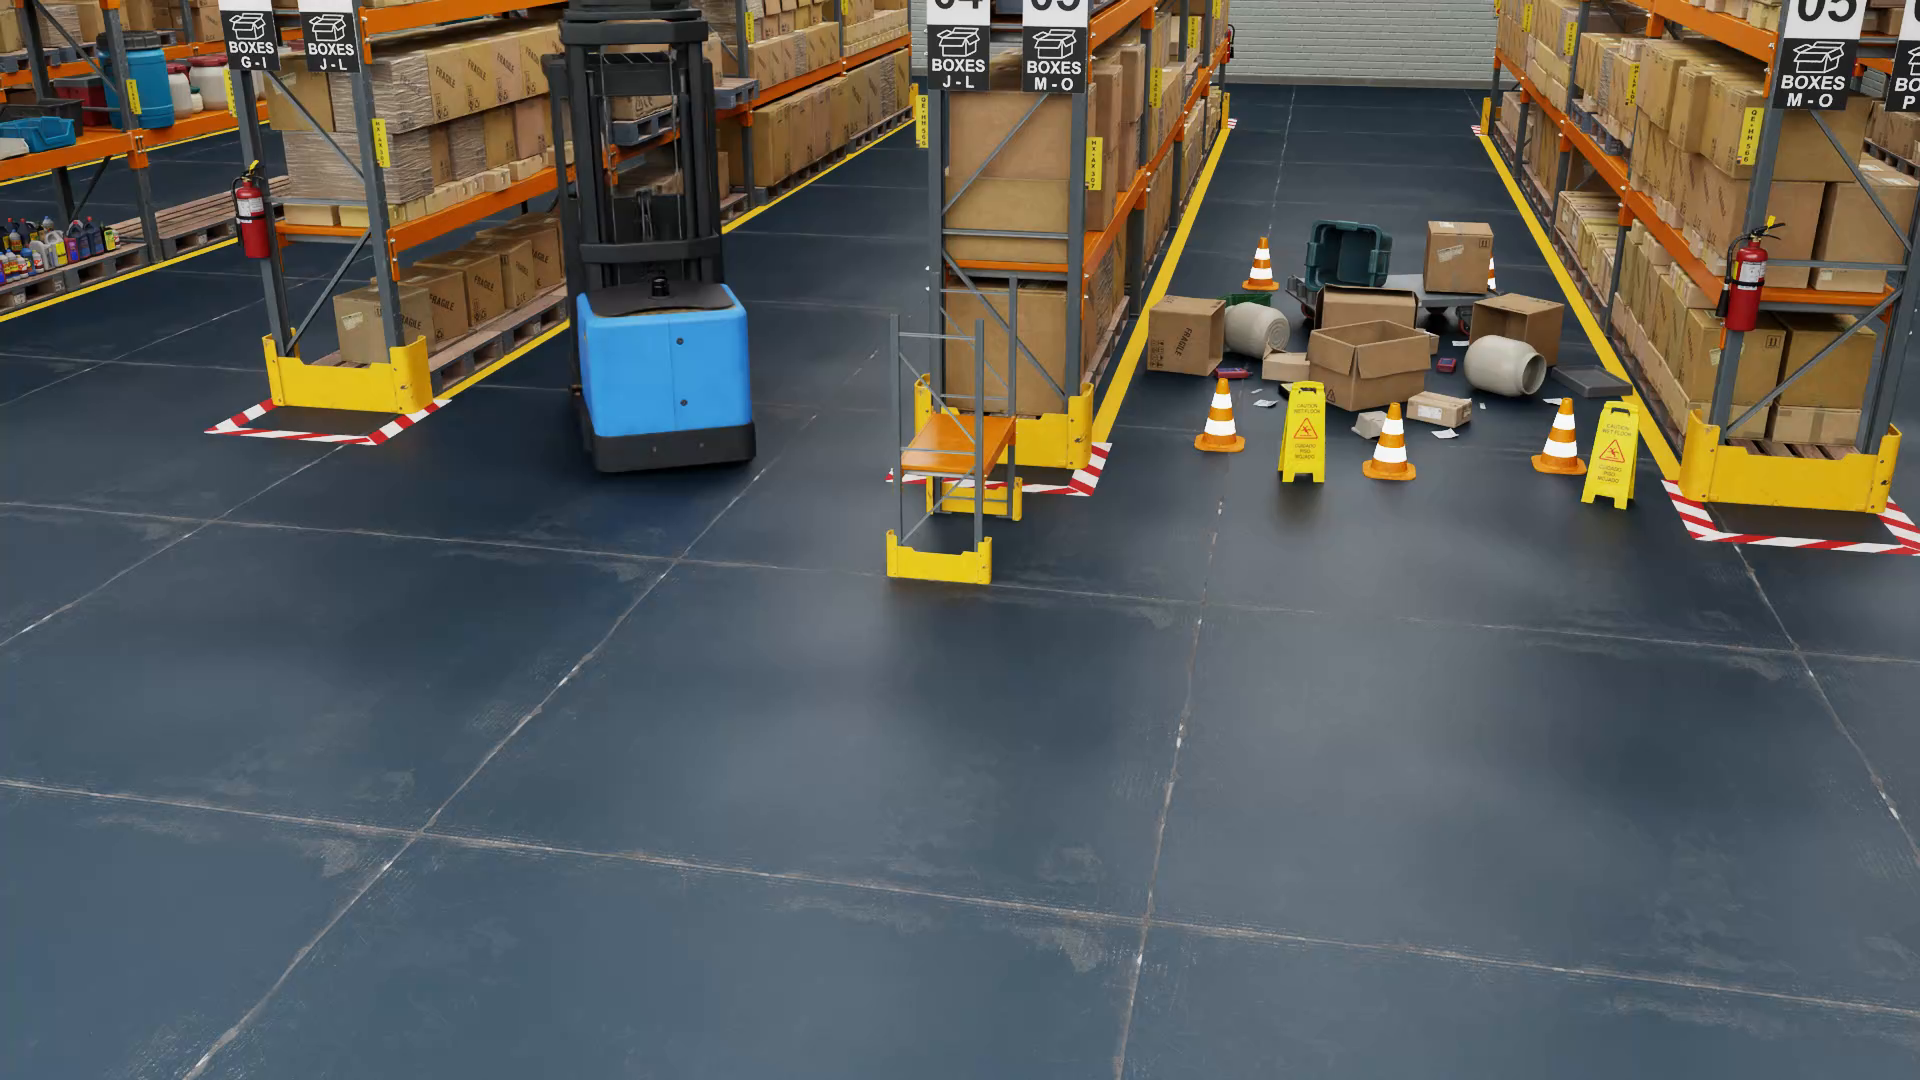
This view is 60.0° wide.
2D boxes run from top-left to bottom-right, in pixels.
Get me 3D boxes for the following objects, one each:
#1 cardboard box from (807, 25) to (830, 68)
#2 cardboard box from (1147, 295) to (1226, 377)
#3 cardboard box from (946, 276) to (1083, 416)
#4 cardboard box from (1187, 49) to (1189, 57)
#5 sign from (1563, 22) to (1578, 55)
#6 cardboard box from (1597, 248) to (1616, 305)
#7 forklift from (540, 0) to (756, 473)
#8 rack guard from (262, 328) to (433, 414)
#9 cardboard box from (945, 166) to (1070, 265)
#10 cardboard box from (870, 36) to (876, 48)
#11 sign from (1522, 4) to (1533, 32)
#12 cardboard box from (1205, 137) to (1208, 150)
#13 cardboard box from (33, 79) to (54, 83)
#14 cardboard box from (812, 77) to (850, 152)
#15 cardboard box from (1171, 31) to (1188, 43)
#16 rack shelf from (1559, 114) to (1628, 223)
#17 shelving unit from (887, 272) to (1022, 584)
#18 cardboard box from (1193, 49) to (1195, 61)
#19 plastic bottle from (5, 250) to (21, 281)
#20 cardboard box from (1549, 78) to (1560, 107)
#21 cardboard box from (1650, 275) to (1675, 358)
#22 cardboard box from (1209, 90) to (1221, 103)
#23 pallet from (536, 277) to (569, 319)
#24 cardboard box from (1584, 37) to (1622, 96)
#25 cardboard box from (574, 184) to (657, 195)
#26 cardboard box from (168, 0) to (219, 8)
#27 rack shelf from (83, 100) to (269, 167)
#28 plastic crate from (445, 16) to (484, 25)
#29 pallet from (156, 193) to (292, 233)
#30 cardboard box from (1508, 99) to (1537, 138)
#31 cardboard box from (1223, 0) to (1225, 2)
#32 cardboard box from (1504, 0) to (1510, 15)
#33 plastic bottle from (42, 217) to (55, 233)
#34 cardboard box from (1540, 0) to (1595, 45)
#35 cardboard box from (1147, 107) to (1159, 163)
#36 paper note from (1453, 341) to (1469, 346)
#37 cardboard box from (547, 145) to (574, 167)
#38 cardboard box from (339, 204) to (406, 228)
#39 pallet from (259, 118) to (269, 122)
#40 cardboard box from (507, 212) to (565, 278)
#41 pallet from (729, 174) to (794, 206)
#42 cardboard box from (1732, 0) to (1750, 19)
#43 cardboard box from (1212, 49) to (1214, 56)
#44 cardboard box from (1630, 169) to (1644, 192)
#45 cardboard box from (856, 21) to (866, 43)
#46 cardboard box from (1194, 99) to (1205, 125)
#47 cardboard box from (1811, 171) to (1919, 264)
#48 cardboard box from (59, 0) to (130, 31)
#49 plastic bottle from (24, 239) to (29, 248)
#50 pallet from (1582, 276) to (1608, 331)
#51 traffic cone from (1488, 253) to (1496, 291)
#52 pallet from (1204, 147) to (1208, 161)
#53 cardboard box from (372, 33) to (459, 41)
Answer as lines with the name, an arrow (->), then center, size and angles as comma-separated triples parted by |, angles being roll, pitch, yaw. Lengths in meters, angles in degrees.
cardboard box -> -2.024, -6.448, 21.715 | 0.500, 0.500, 0.500 | 5, 23, 13
cardboard box -> 1.802, -1.629, 13.226 | 0.500, 0.500, 0.500 | 8, 23, 20
cardboard box -> 0.372, -1.433, 11.678 | 0.875, 0.875, 0.875 | 5, 22, 11
cardboard box -> 2.487, -5.745, 19.479 | 0.380, 0.149, 0.250 | 4, 22, 10
sign -> 6.253, -5.134, 17.036 | 0.100, 0.325, 0.005 | 4, 22, 11
cardboard box -> 6.085, -2.261, 14.407 | 0.950, 0.372, 0.625 | 5, 22, 12
forklift -> -2.269, -2.315, 11.679 | 1.130, 2.935, 3.031 | -6, 23, -16
rack guard -> -4.521, -1.254, 12.297 | 1.175, 0.500, 0.348 | 4, 22, 11
cardboard box -> 0.329, -2.179, 11.048 | 0.875, 0.550, 0.550 | 4, 22, 11
cardboard box -> -1.438, -7.214, 24.088 | 0.380, 0.149, 0.250 | 5, 22, 12
sign -> 7.070, -6.499, 20.710 | 0.100, 0.325, 0.005 | 4, 22, 11
cardboard box -> 3.135, -5.340, 22.352 | 0.380, 0.149, 0.250 | 3, 22, 9
cardboard box -> -15.966, -7.958, 28.383 | 0.700, 0.500, 0.500 | 4, 22, 11
cardboard box -> -2.199, -5.748, 22.392 | 1.225, 0.875, 0.875 | 5, 22, 11
cardboard box -> 2.429, -5.788, 19.189 | 0.380, 0.149, 0.250 | 6, 23, 13
rack shelf -> 6.389, -3.491, 15.469 | 1.077, 0.370, 4.000 | 4, 22, 11
shelving unit -> -0.016, -0.668, 9.504 | 0.587, 1.500, 1.083 | 4, 22, 11
cardboard box -> 2.703, -5.999, 20.509 | 0.380, 0.149, 0.250 | 3, 22, 8
plastic bottle -> -8.620, -2.503, 15.116 | 0.097, 0.271, 0.097 | 0, 22, 0
cardboard box -> 6.735, -4.879, 18.154 | 0.500, 0.250, 0.500 | 5, 22, 12
cardboard box -> 5.286, -1.585, 11.889 | 0.500, 0.500, 0.500 | 4, 22, 10
cardboard box -> 3.667, -6.565, 24.598 | 0.380, 0.149, 0.250 | 4, 22, 10
pallet -> -3.823, -2.307, 15.298 | 1.003, 0.211, 1.213 | 4, 22, 11
cardboard box -> 6.379, -4.597, 16.158 | 0.500, 0.500, 0.500 | 6, 23, 14
cardboard box -> -3.459, -3.289, 16.762 | 0.700, 0.500, 0.500 | 4, 22, 11
cardboard box -> -11.414, -8.192, 24.706 | 0.500, 0.500, 0.500 | 5, 22, 12
rack shelf -> -8.161, -4.624, 18.282 | 1.077, 0.370, 4.000 | 4, 22, 11
plastic crate -> -7.176, -7.369, 24.076 | 0.392, 0.384, 0.575 | 4, 22, 11
pallet -> -8.200, -3.670, 18.684 | 1.003, 0.211, 1.213 | 4, 22, 11
cardboard box -> 8.214, -5.904, 23.364 | 0.875, 0.438, 0.875 | 5, 22, 12
cardboard box -> 3.512, -7.908, 23.602 | 0.500, 0.500, 0.500 | 6, 23, 14
cardboard box -> 7.954, -7.648, 23.357 | 0.500, 0.500, 0.500 | 4, 22, 9
plastic bottle -> -9.064, -3.081, 16.552 | 0.097, 0.271, 0.097 | 0, 22, 0
cardboard box -> 7.060, -6.018, 19.310 | 0.500, 0.500, 0.500 | 4, 22, 10
cardboard box -> 1.485, -3.651, 14.771 | 0.500, 0.500, 0.500 | 5, 22, 12
paper note -> 4.202, -1.652, 13.914 | 0.148, 0.019, 0.142 | 4, 22, 11
cardboard box -> -3.589, -3.353, 14.501 | 0.380, 0.149, 0.250 | 4, 22, 11
cardboard box -> -4.245, -2.355, 12.022 | 0.380, 0.149, 0.250 | 4, 22, 11
pallet -> -11.398, -6.936, 26.793 | 1.003, 0.211, 1.213 | 4, 22, 11
cardboard box -> -3.842, -2.740, 15.427 | 0.500, 0.500, 0.500 | 4, 22, 9
pallet -> -2.670, -4.300, 20.249 | 1.003, 0.211, 1.213 | 4, 22, 11
cardboard box -> 5.191, -3.427, 10.669 | 0.380, 0.149, 0.250 | 4, 22, 10
cardboard box -> 3.285, -6.709, 22.833 | 0.380, 0.149, 0.250 | 5, 22, 12
cardboard box -> 5.603, -2.886, 13.340 | 0.380, 0.149, 0.250 | 4, 22, 11
cardboard box -> -1.630, -7.176, 23.459 | 0.500, 0.250, 0.500 | 4, 22, 11
cardboard box -> 2.842, -5.451, 21.152 | 0.500, 0.250, 0.500 | 4, 22, 9
cardboard box -> 5.533, -1.966, 10.189 | 0.500, 0.500, 0.500 | 4, 22, 10
cardboard box -> -12.179, -7.359, 23.415 | 0.700, 0.500, 0.500 | 8, 23, 19
plastic bottle -> -8.665, -2.673, 15.522 | 0.061, 0.283, 0.133 | 4, 22, 11
pallet -> 6.138, -2.084, 14.746 | 1.003, 0.211, 1.213 | 4, 22, 11
traffic cone -> 4.863, -2.476, 15.383 | 0.336, 0.463, 0.334 | 4, 22, 11
pallet -> 2.849, -5.314, 22.765 | 1.003, 0.211, 1.213 | 4, 22, 11
cardboard box -> -4.356, -3.802, 13.408 | 0.500, 0.500, 0.500 | 4, 22, 11
